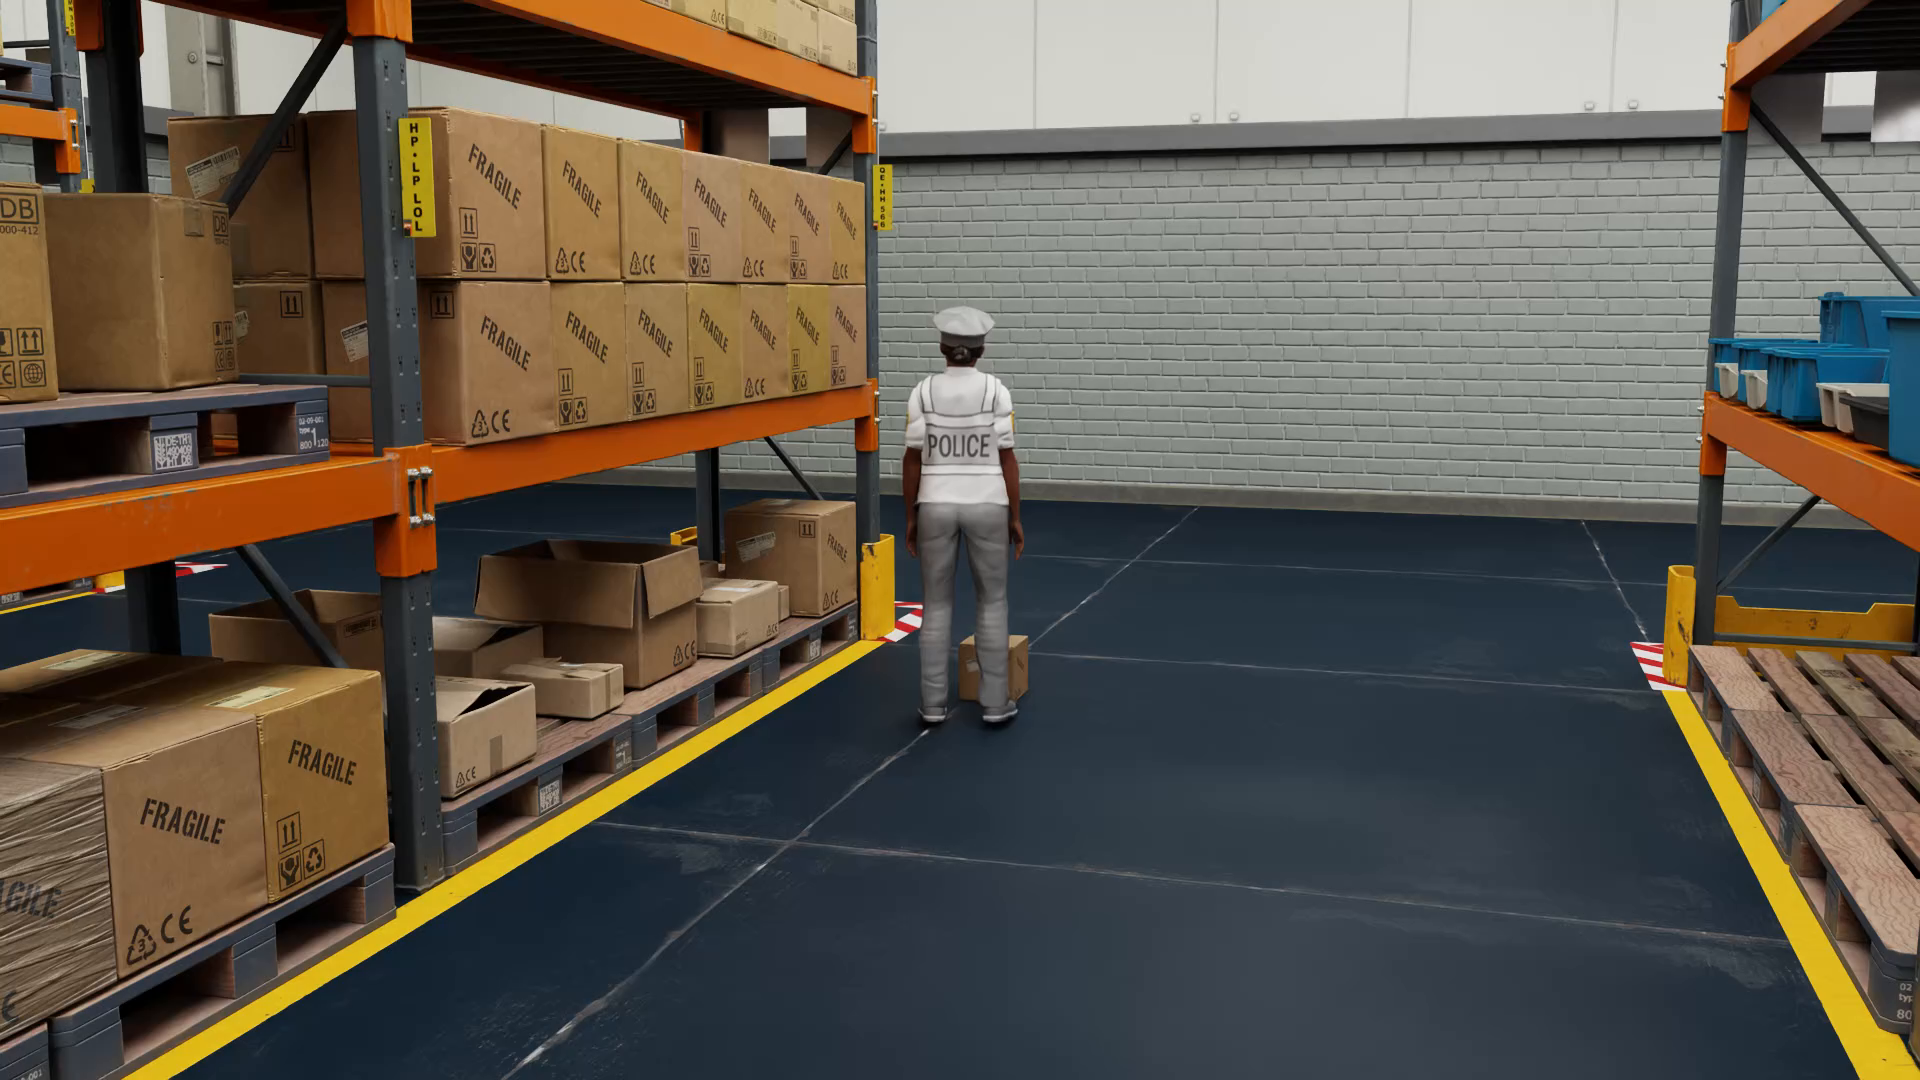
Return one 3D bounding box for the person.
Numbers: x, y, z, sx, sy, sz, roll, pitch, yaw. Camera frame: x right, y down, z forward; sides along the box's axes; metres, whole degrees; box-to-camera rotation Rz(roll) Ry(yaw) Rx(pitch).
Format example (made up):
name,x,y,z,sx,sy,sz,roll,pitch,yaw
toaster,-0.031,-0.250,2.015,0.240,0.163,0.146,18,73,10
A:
name,x,y,z,sx,sy,sz,roll,pitch,yaw
person,0.018,-0.101,6.789,0.499,1.692,0.346,1,9,9
